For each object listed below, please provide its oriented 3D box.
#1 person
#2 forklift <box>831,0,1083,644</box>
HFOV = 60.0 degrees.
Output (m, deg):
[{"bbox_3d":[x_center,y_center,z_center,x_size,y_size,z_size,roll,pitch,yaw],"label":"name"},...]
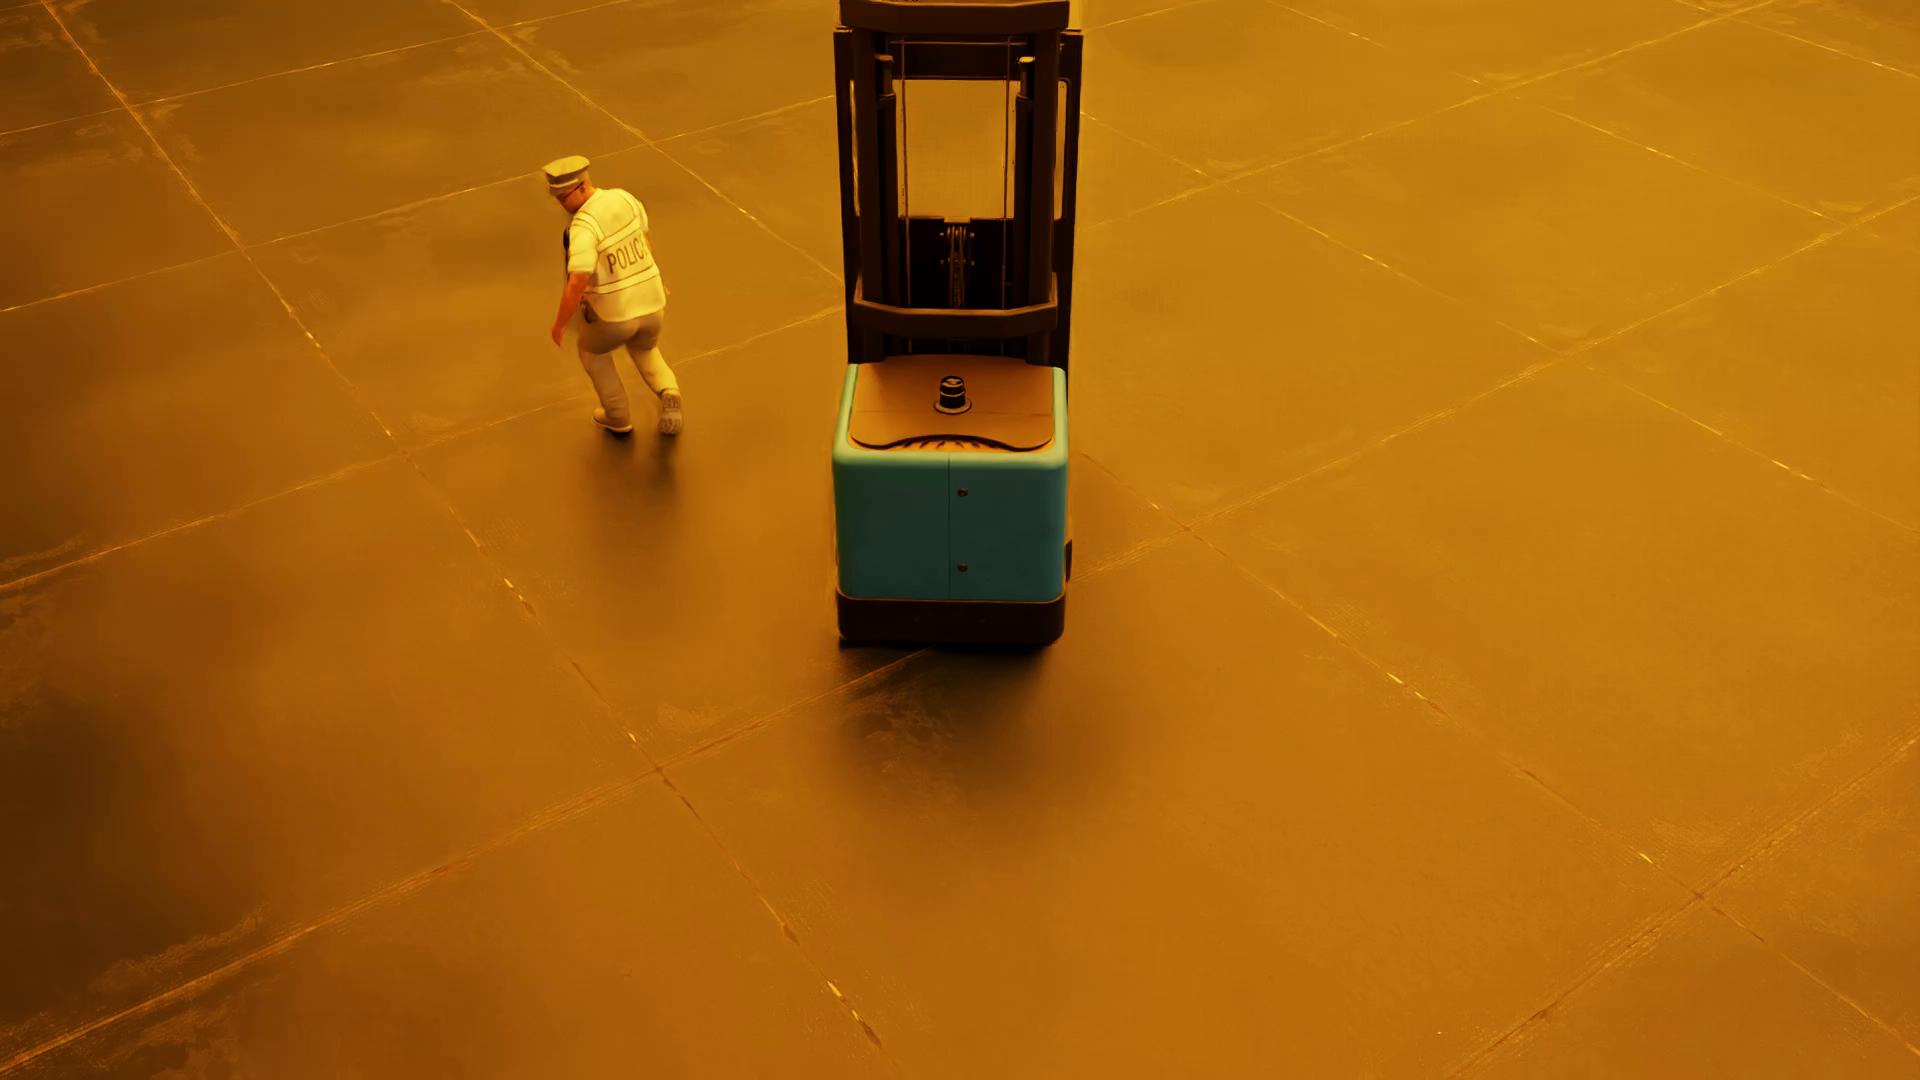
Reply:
[{"bbox_3d":[-1.800,-1.272,8.864,0.650,1.547,0.832,30,46,34],"label":"person"},{"bbox_3d":[0.000,-1.550,8.042,1.130,2.935,3.031,1,36,1],"label":"forklift"}]
